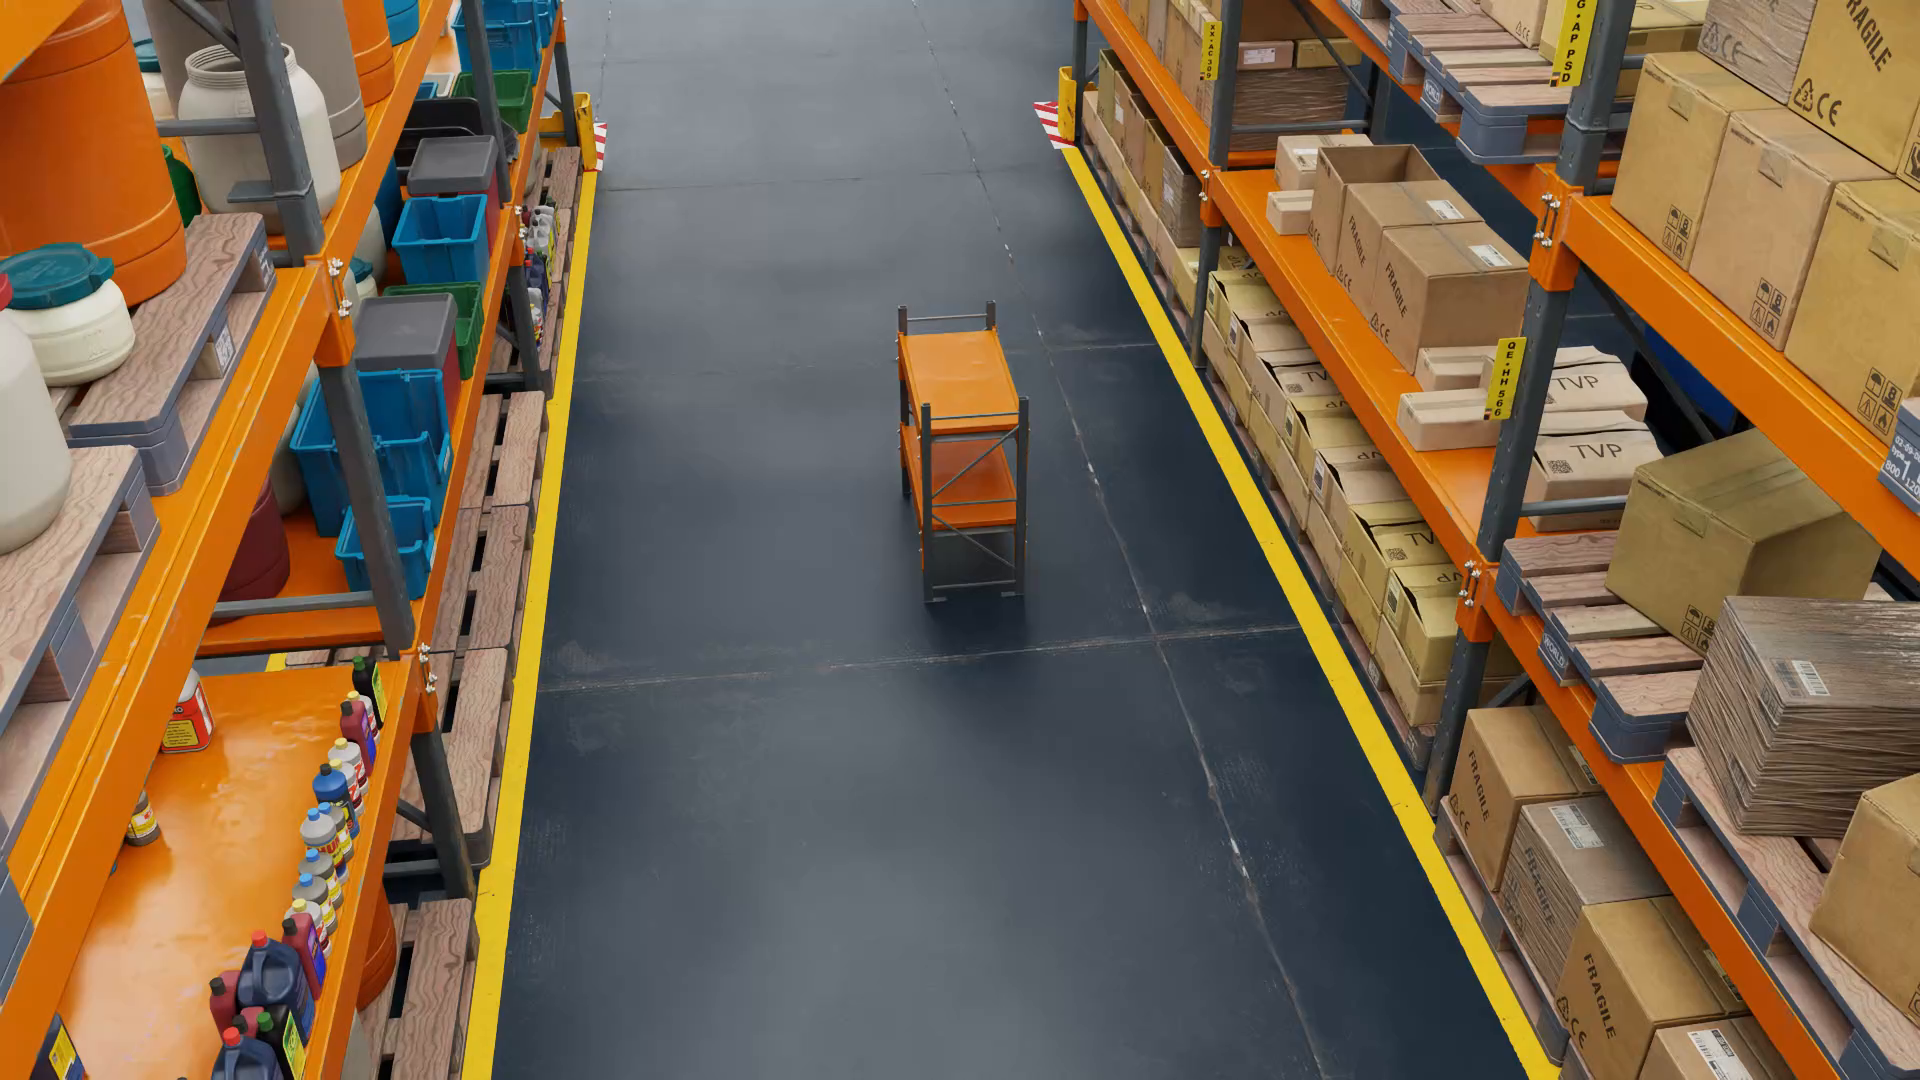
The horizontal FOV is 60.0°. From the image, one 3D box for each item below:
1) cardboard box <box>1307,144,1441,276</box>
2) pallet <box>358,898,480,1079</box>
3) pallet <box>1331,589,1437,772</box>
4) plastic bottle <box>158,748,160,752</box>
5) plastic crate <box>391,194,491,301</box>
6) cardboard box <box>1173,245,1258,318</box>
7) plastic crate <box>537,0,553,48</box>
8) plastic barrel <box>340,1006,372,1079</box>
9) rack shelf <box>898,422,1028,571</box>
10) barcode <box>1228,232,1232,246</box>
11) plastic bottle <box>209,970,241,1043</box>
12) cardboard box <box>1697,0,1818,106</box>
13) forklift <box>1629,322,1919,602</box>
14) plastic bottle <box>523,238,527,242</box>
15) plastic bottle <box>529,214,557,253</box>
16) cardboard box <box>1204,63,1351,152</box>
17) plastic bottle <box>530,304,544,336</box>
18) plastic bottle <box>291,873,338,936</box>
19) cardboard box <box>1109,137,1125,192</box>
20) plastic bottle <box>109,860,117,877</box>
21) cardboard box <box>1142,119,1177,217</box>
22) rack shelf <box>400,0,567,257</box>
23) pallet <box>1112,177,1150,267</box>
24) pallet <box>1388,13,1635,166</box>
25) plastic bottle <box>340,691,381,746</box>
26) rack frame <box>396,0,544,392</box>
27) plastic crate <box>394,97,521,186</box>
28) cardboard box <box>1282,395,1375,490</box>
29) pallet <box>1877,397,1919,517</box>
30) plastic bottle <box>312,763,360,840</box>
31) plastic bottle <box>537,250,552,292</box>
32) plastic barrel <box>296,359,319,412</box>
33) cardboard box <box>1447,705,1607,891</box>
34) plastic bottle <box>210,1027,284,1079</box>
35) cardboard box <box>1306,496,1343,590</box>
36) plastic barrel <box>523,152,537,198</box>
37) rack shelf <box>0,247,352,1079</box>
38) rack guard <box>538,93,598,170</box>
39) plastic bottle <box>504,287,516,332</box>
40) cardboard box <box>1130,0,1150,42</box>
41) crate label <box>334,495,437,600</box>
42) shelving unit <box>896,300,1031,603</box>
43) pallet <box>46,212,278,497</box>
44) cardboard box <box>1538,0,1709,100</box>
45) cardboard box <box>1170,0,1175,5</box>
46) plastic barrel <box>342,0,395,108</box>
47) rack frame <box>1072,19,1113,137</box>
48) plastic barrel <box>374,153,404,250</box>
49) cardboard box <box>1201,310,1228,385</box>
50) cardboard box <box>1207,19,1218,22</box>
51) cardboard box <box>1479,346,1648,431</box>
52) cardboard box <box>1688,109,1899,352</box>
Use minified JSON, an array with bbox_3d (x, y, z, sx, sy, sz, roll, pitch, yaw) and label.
[{"bbox_3d":[2.099,-1.684,8.469,0.500,0.500,0.500,-2,34,-3],"label":"cardboard box"},{"bbox_3d":[-2.282,1.828,5.880,1.003,0.211,1.213,-4,35,-6],"label":"pallet"},{"bbox_3d":[2.407,0.556,7.747,1.003,0.211,1.213,-4,35,-6],"label":"pallet"},{"bbox_3d":[-2.692,0.556,5.381,0.152,0.276,0.135,-4,35,-6],"label":"plastic bottle"},{"bbox_3d":[-2.511,-1.395,8.147,0.392,0.384,0.575,-4,35,-6],"label":"plastic crate"},{"bbox_3d":[1.662,-1.646,10.570,0.500,0.250,0.500,-4,35,-6],"label":"cardboard box"},{"bbox_3d":[-3.060,-3.545,11.420,0.499,0.251,0.408,-4,35,-6],"label":"plastic crate"},{"bbox_3d":[-2.182,1.673,5.467,0.421,0.512,0.421,0,34,0],"label":"plastic barrel"},{"bbox_3d":[0.001,-0.259,8.565,0.538,0.278,1.000,-4,35,-6],"label":"rack shelf"},{"bbox_3d":[1.563,-1.738,9.613,0.001,0.075,0.075,-4,35,-6],"label":"barcode"},{"bbox_3d":[-1.917,1.232,4.382,0.061,0.283,0.133,-4,35,-6],"label":"plastic bottle"},{"bbox_3d":[2.532,-1.584,4.771,0.500,0.500,0.500,-4,35,-6],"label":"cardboard box"},{"bbox_3d":[4.761,-1.333,8.104,1.130,2.935,3.031,-5,35,-8],"label":"forklift"},{"bbox_3d":[-2.886,-1.914,10.988,0.097,0.201,0.097,0,34,0],"label":"plastic bottle"},{"bbox_3d":[-2.799,-2.070,11.152,0.152,0.276,0.135,-5,35,-8],"label":"plastic bottle"},{"bbox_3d":[1.875,-2.655,9.893,0.700,0.500,0.500,-5,35,-8],"label":"cardboard box"},{"bbox_3d":[-2.603,-1.343,10.152,0.097,0.201,0.097,0,34,0],"label":"plastic bottle"},{"bbox_3d":[-1.845,1.035,4.744,0.097,0.201,0.097,0,34,0],"label":"plastic bottle"},{"bbox_3d":[1.393,-2.762,12.208,0.500,0.250,0.500,-4,35,-6],"label":"cardboard box"},{"bbox_3d":[-2.581,0.878,4.912,0.097,0.271,0.097,0,34,0],"label":"plastic bottle"},{"bbox_3d":[1.536,-2.515,11.179,0.500,0.500,0.500,-4,35,-6],"label":"cardboard box"},{"bbox_3d":[-3.236,-2.812,10.852,1.077,0.370,4.000,-4,35,-6],"label":"rack shelf"},{"bbox_3d":[1.709,-2.343,12.001,1.003,0.211,1.213,-4,35,-6],"label":"pallet"},{"bbox_3d":[2.299,-1.668,6.038,1.213,0.211,1.003,-3,34,-4],"label":"pallet"},{"bbox_3d":[-1.955,0.580,5.412,0.097,0.201,0.097,0,34,0],"label":"plastic bottle"},{"bbox_3d":[-2.968,-1.993,9.012,1.000,3.000,0.127,-4,35,-6],"label":"rack frame"},{"bbox_3d":[-2.912,-2.270,9.472,0.767,0.338,0.504,-4,35,-6],"label":"plastic crate"},{"bbox_3d":[1.958,-0.528,8.432,0.500,0.311,0.500,-3,34,-5],"label":"cardboard box"},{"bbox_3d":[2.857,-0.012,3.607,1.213,0.211,1.003,-4,35,-6],"label":"pallet"},{"bbox_3d":[-1.898,0.789,5.044,0.097,0.271,0.097,0,34,0],"label":"plastic bottle"},{"bbox_3d":[-2.671,-1.735,10.654,0.061,0.283,0.133,-3,34,-4],"label":"plastic bottle"},{"bbox_3d":[-2.836,-0.600,6.868,0.421,0.512,0.421,0,34,0],"label":"plastic barrel"},{"bbox_3d":[2.257,0.992,6.459,0.500,0.500,0.500,-3,34,-4],"label":"cardboard box"},{"bbox_3d":[-1.776,1.360,4.135,0.144,0.351,0.185,-4,35,-6],"label":"plastic bottle"},{"bbox_3d":[2.029,-0.015,8.177,0.500,0.250,0.500,-4,34,-5],"label":"cardboard box"},{"bbox_3d":[-3.274,-2.730,11.928,0.421,0.512,0.421,0,34,0],"label":"plastic barrel"},{"bbox_3d":[-2.161,0.413,3.456,1.077,0.370,4.000,-4,35,-6],"label":"rack shelf"},{"bbox_3d":[-3.449,-3.154,12.934,1.175,0.500,0.348,-4,35,-6],"label":"rack guard"},{"bbox_3d":[-2.752,-1.434,10.212,0.061,0.283,0.133,-4,35,-6],"label":"plastic bottle"},{"bbox_3d":[1.590,-3.808,11.586,0.700,0.500,0.500,-4,34,-6],"label":"cardboard box"},{"bbox_3d":[-2.115,0.044,6.170,0.303,0.233,0.416,-4,35,-6],"label":"crate label"},{"bbox_3d":[0.001,-0.461,8.428,0.538,1.125,1.048,-4,35,-6],"label":"shelving unit"},{"bbox_3d":[-2.424,-0.489,4.307,1.003,0.211,1.213,-4,35,-6],"label":"pallet"},{"bbox_3d":[2.362,-1.734,5.728,0.500,0.250,0.500,-7,35,-10],"label":"cardboard box"},{"bbox_3d":[1.523,-3.520,10.587,0.380,0.149,0.250,-3,34,-5],"label":"cardboard box"},{"bbox_3d":[-2.413,-2.018,6.003,0.600,0.830,0.708,-4,35,-6],"label":"plastic barrel"},{"bbox_3d":[1.403,-4.599,12.834,1.000,3.000,0.127,-4,35,-6],"label":"rack frame"},{"bbox_3d":[-3.216,-1.962,8.520,0.600,0.901,0.708,-4,35,-6],"label":"plastic barrel"},{"bbox_3d":[1.750,-1.160,9.857,0.500,0.250,0.500,-5,35,-8],"label":"cardboard box"},{"bbox_3d":[1.661,-2.949,9.750,0.380,0.149,0.250,-5,35,-7],"label":"cardboard box"},{"bbox_3d":[2.551,-0.611,7.063,0.500,0.311,0.500,-5,35,-7],"label":"cardboard box"},{"bbox_3d":[2.640,-0.890,4.640,0.910,0.500,0.500,-4,35,-6],"label":"cardboard box"}]
